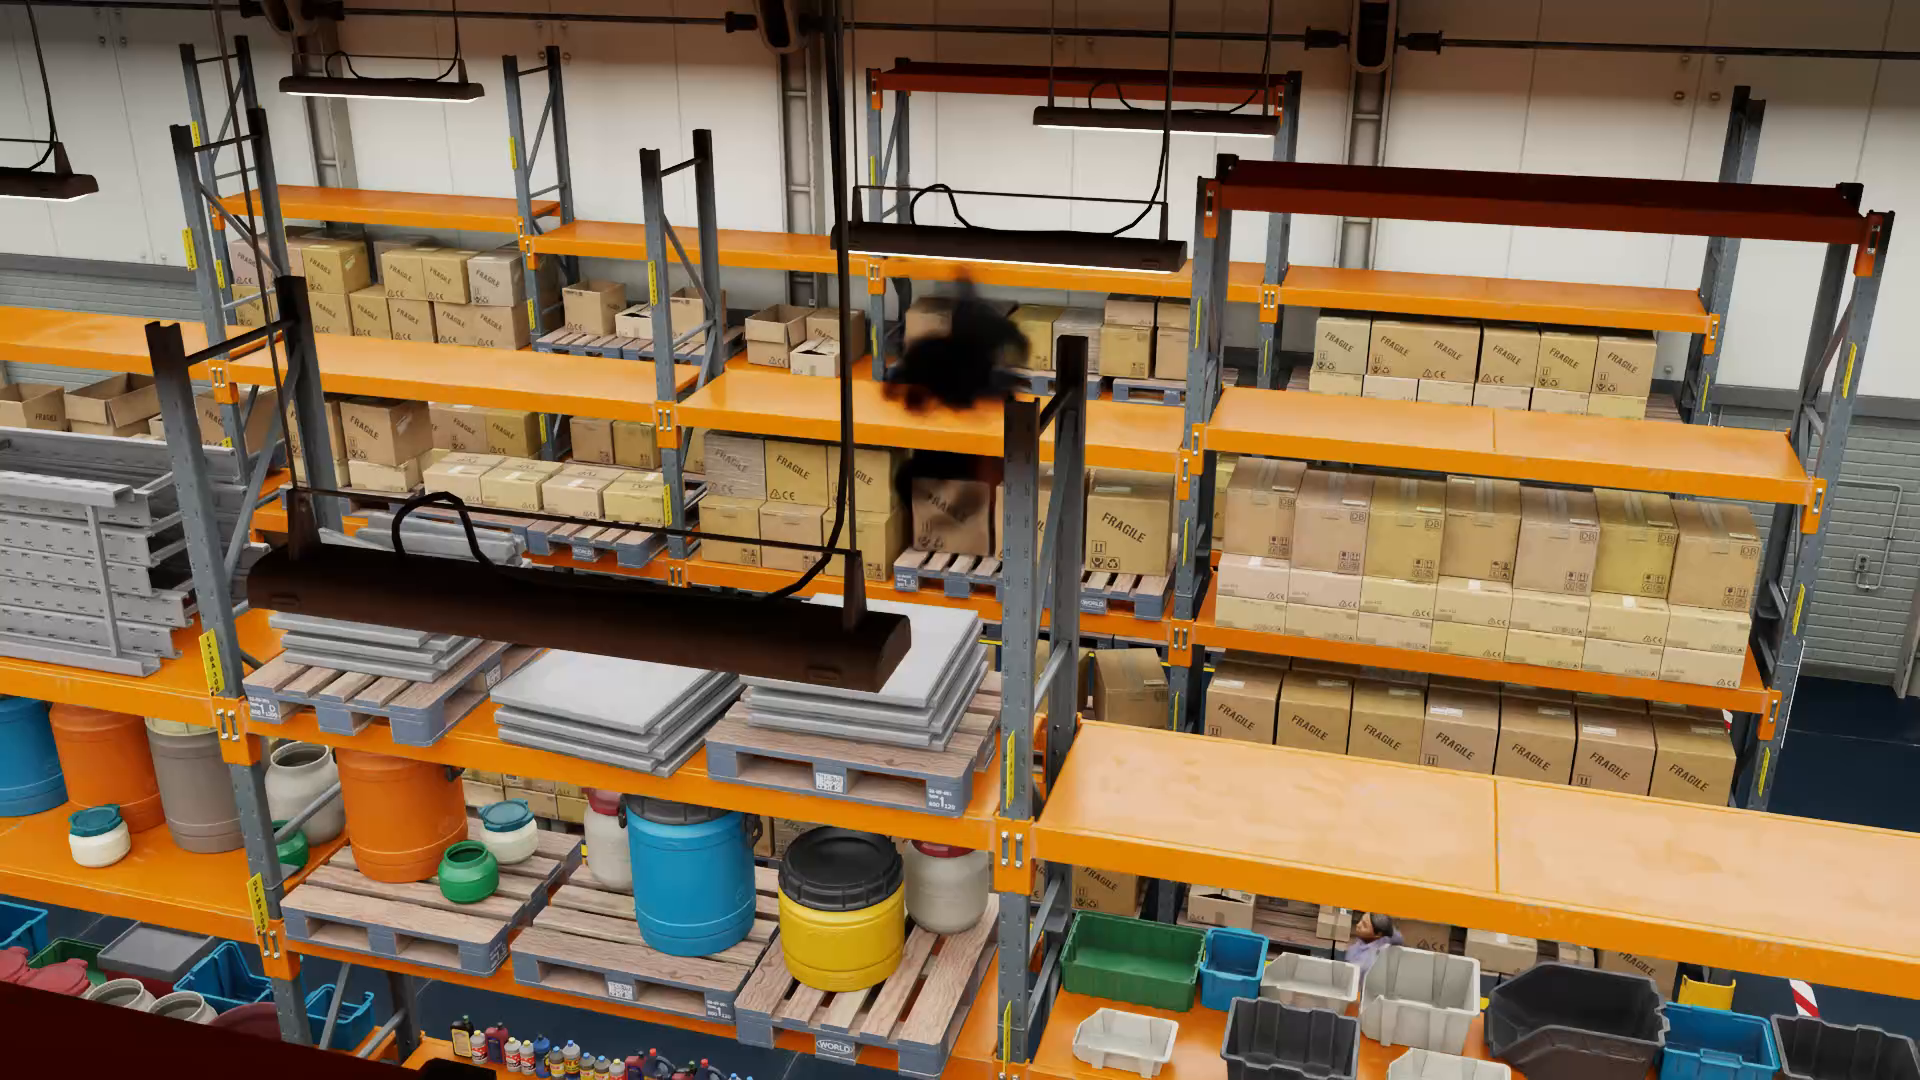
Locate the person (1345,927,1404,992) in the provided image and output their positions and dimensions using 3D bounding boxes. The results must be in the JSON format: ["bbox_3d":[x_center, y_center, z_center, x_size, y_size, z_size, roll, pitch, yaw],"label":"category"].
[{"bbox_3d":[2.748,3.243,11.093,0.717,1.488,0.589,1,23,2],"label":"person"}]
